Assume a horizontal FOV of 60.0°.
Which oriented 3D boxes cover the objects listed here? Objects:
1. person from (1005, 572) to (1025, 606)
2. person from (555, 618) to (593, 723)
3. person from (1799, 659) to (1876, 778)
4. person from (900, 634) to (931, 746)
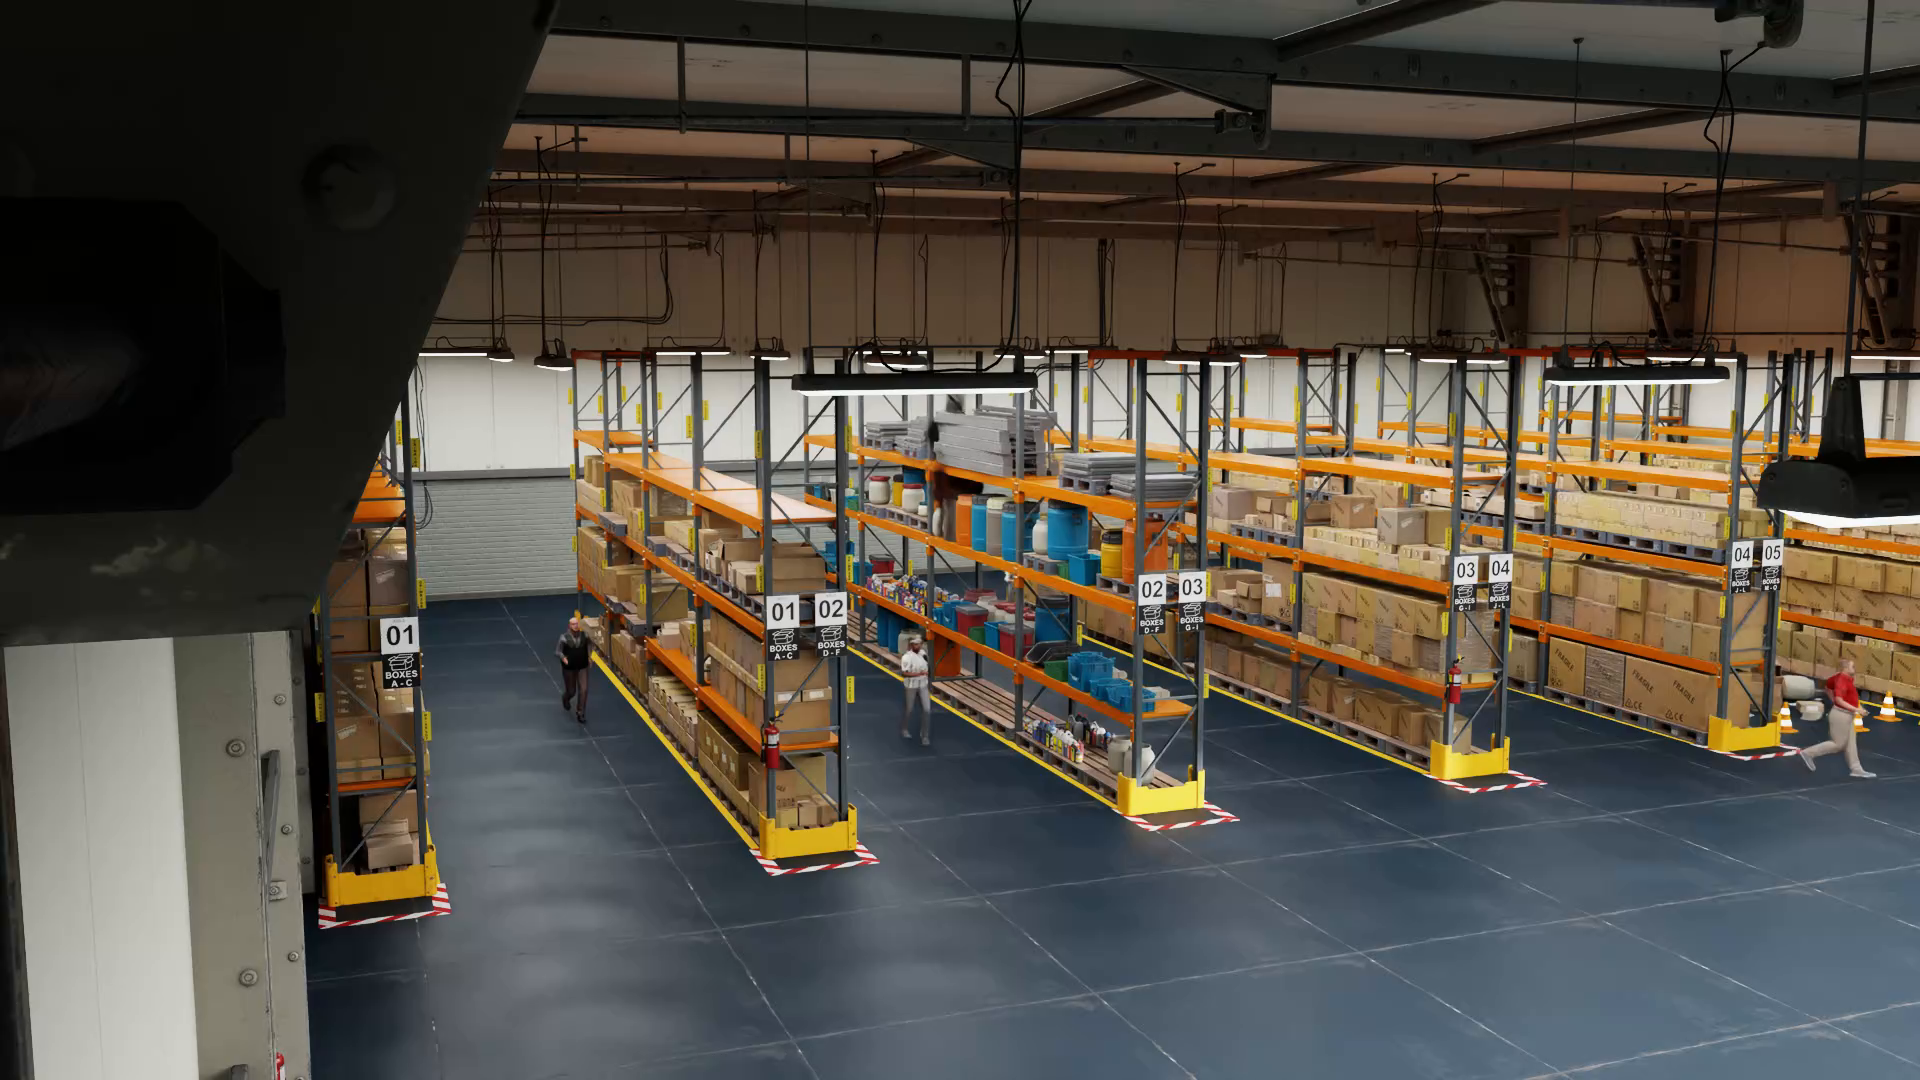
[{"bbox_3d":[1.168,1.115,35.484,0.532,1.623,0.817,-3,8,-26],"label":"person"},{"bbox_3d":[-6.324,2.102,27.294,0.650,1.702,0.876,-3,8,-26],"label":"person"},{"bbox_3d":[12.529,2.530,23.660,0.993,1.702,0.666,3,8,26],"label":"person"},{"bbox_3d":[-0.681,2.322,25.699,0.529,1.779,0.786,-3,8,-26],"label":"person"}]
